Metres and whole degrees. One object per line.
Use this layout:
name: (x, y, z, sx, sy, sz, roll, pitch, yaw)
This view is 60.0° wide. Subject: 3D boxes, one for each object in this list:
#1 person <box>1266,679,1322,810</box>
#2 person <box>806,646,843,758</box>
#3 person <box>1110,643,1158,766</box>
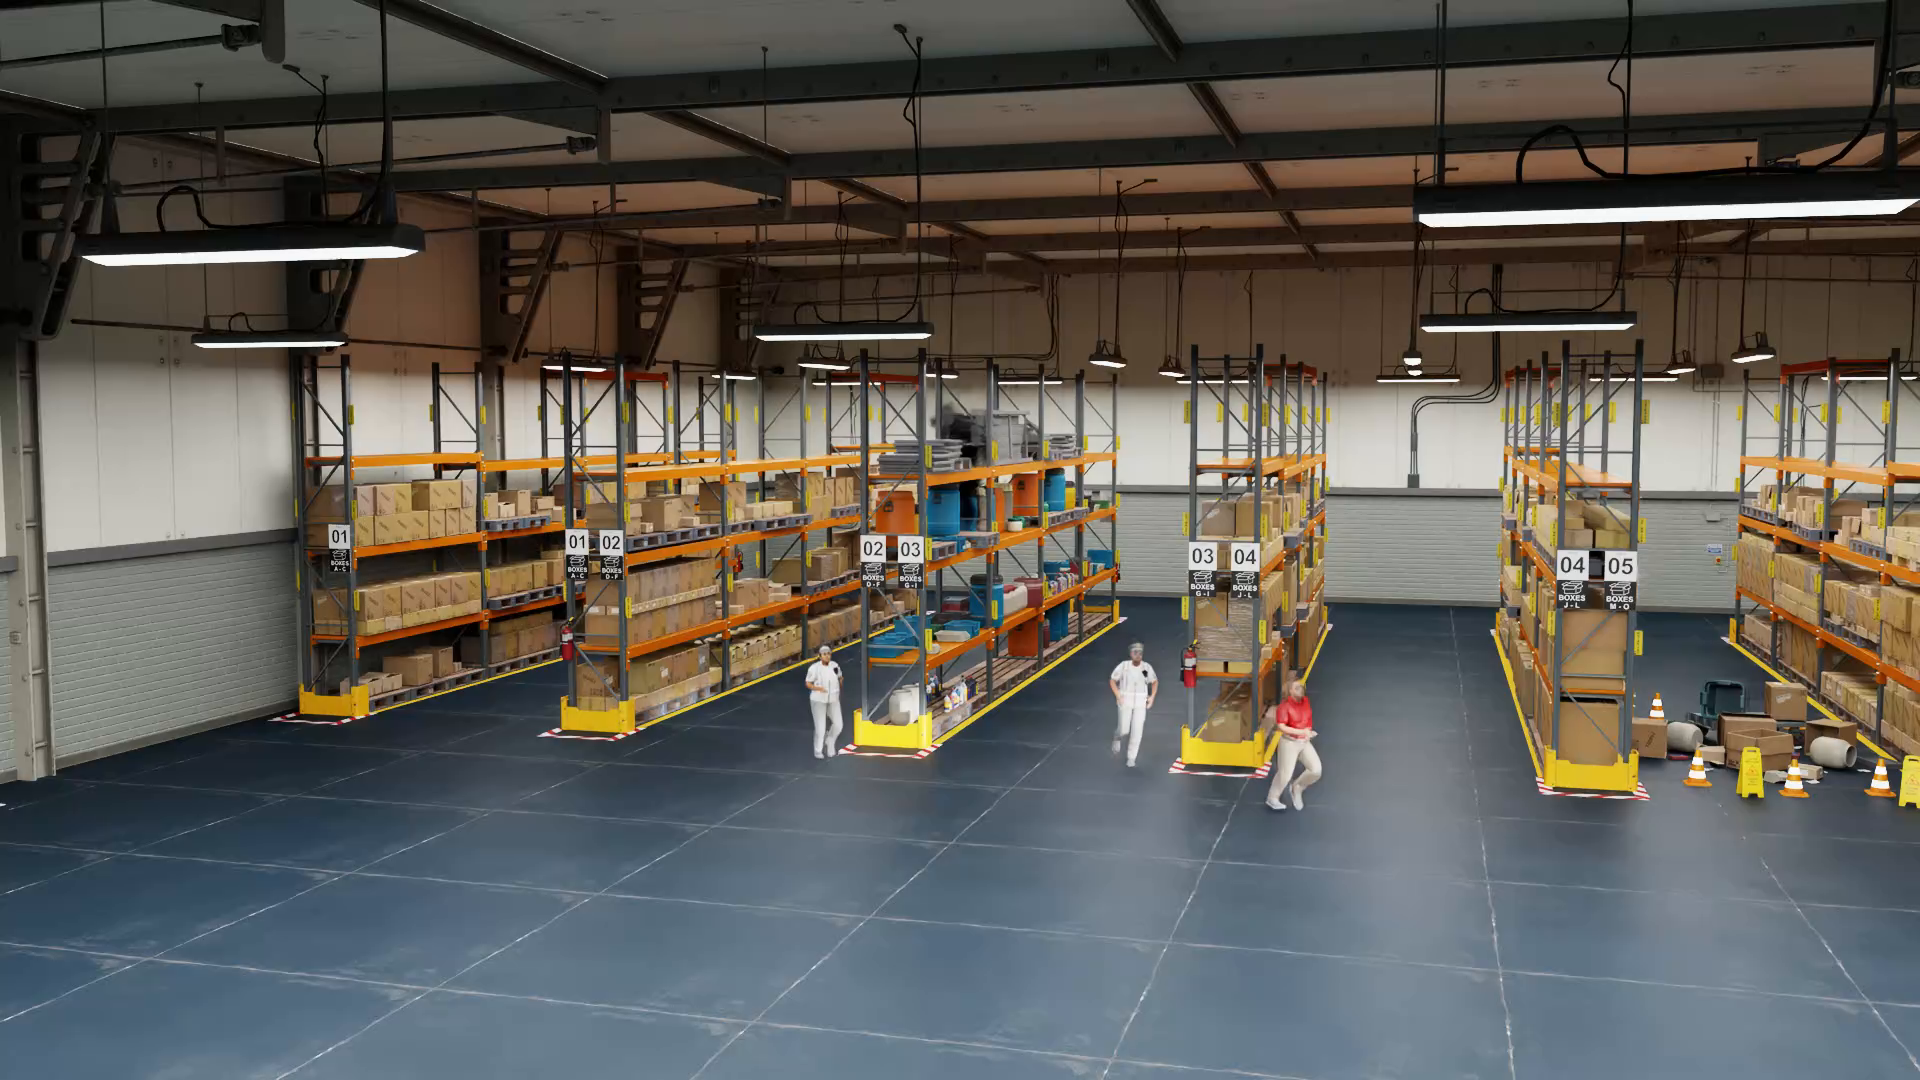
person: (4.233, 2.577, 20.871, 0.679, 1.680, 0.831, -2, 5, -29)
person: (-1.934, 2.365, 24.221, 0.605, 1.653, 0.559, -2, 5, -22)
person: (2.516, 2.364, 24.020, 0.700, 1.791, 0.677, 0, 4, -3)
